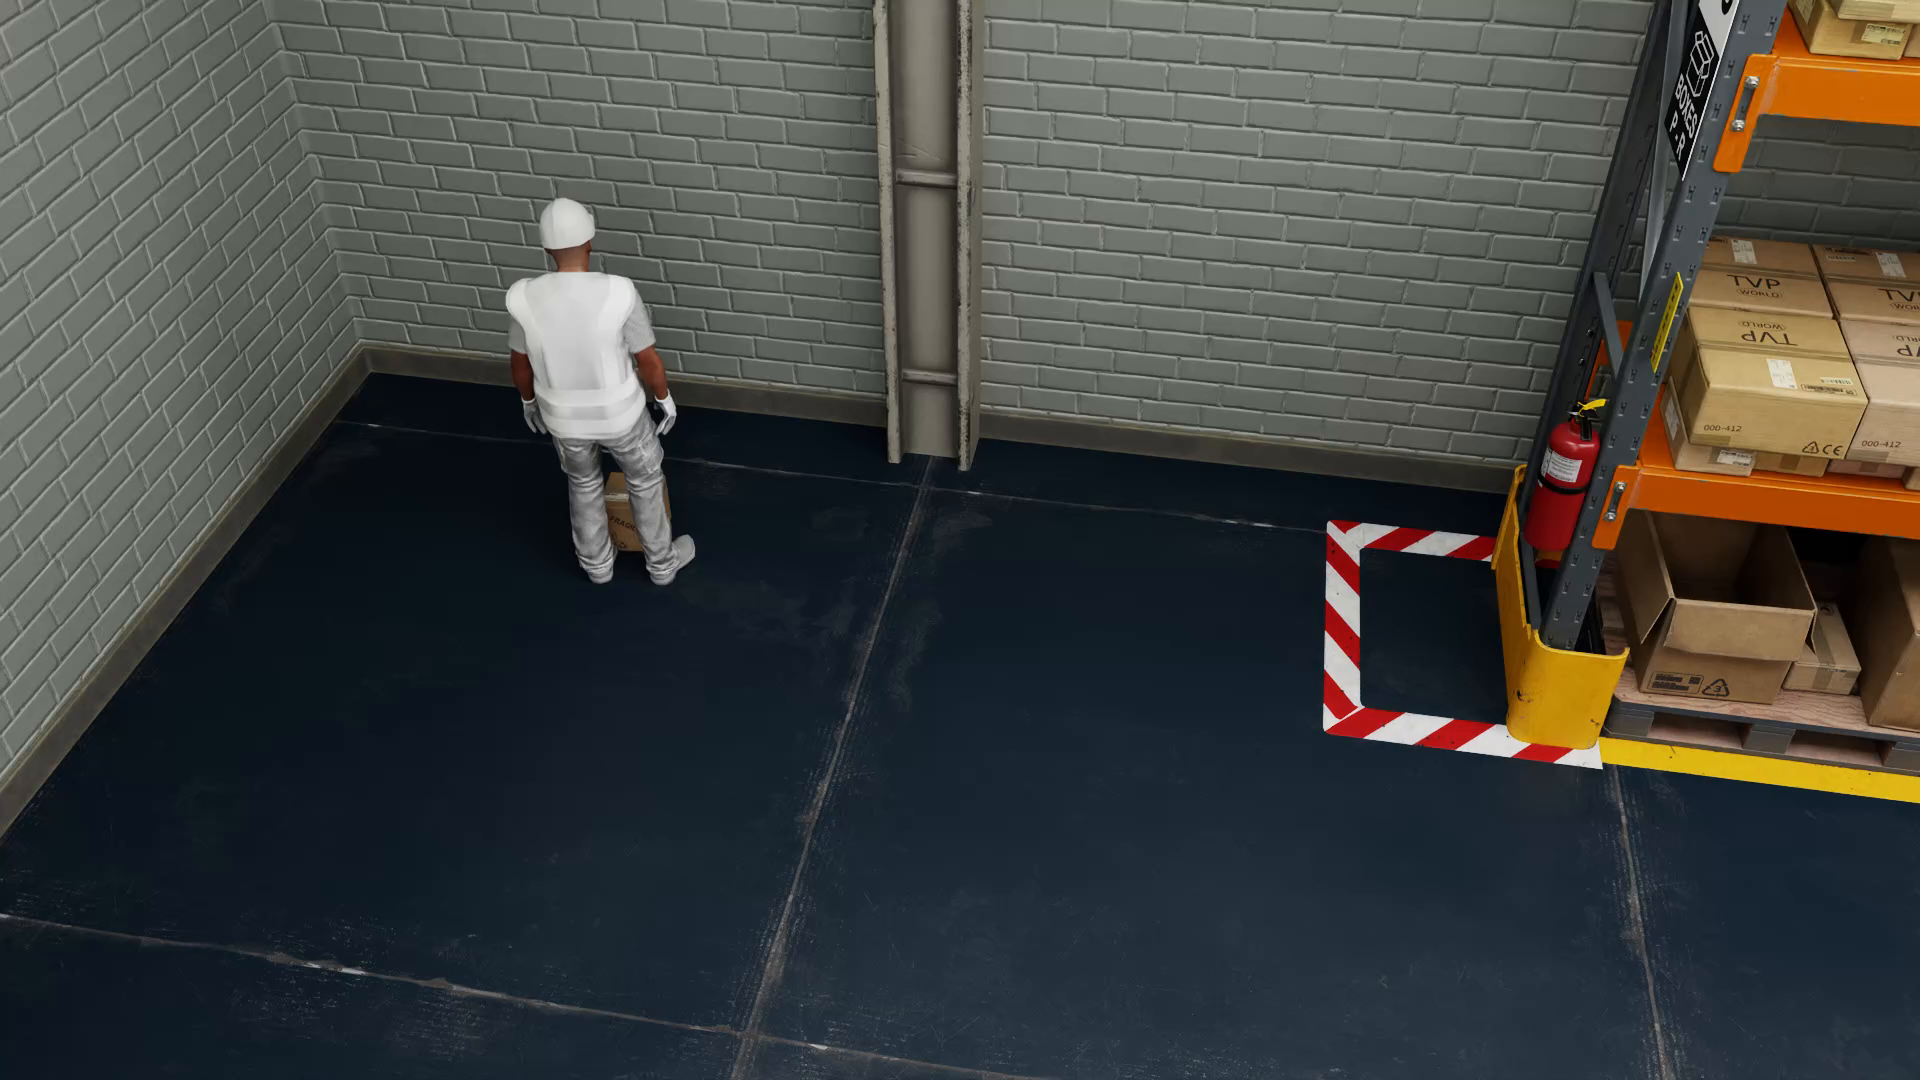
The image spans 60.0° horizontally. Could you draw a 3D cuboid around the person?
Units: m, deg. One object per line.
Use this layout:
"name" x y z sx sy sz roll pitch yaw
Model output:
"person" -1.486 -0.558 6.809 0.628 1.773 0.449 2 40 2
